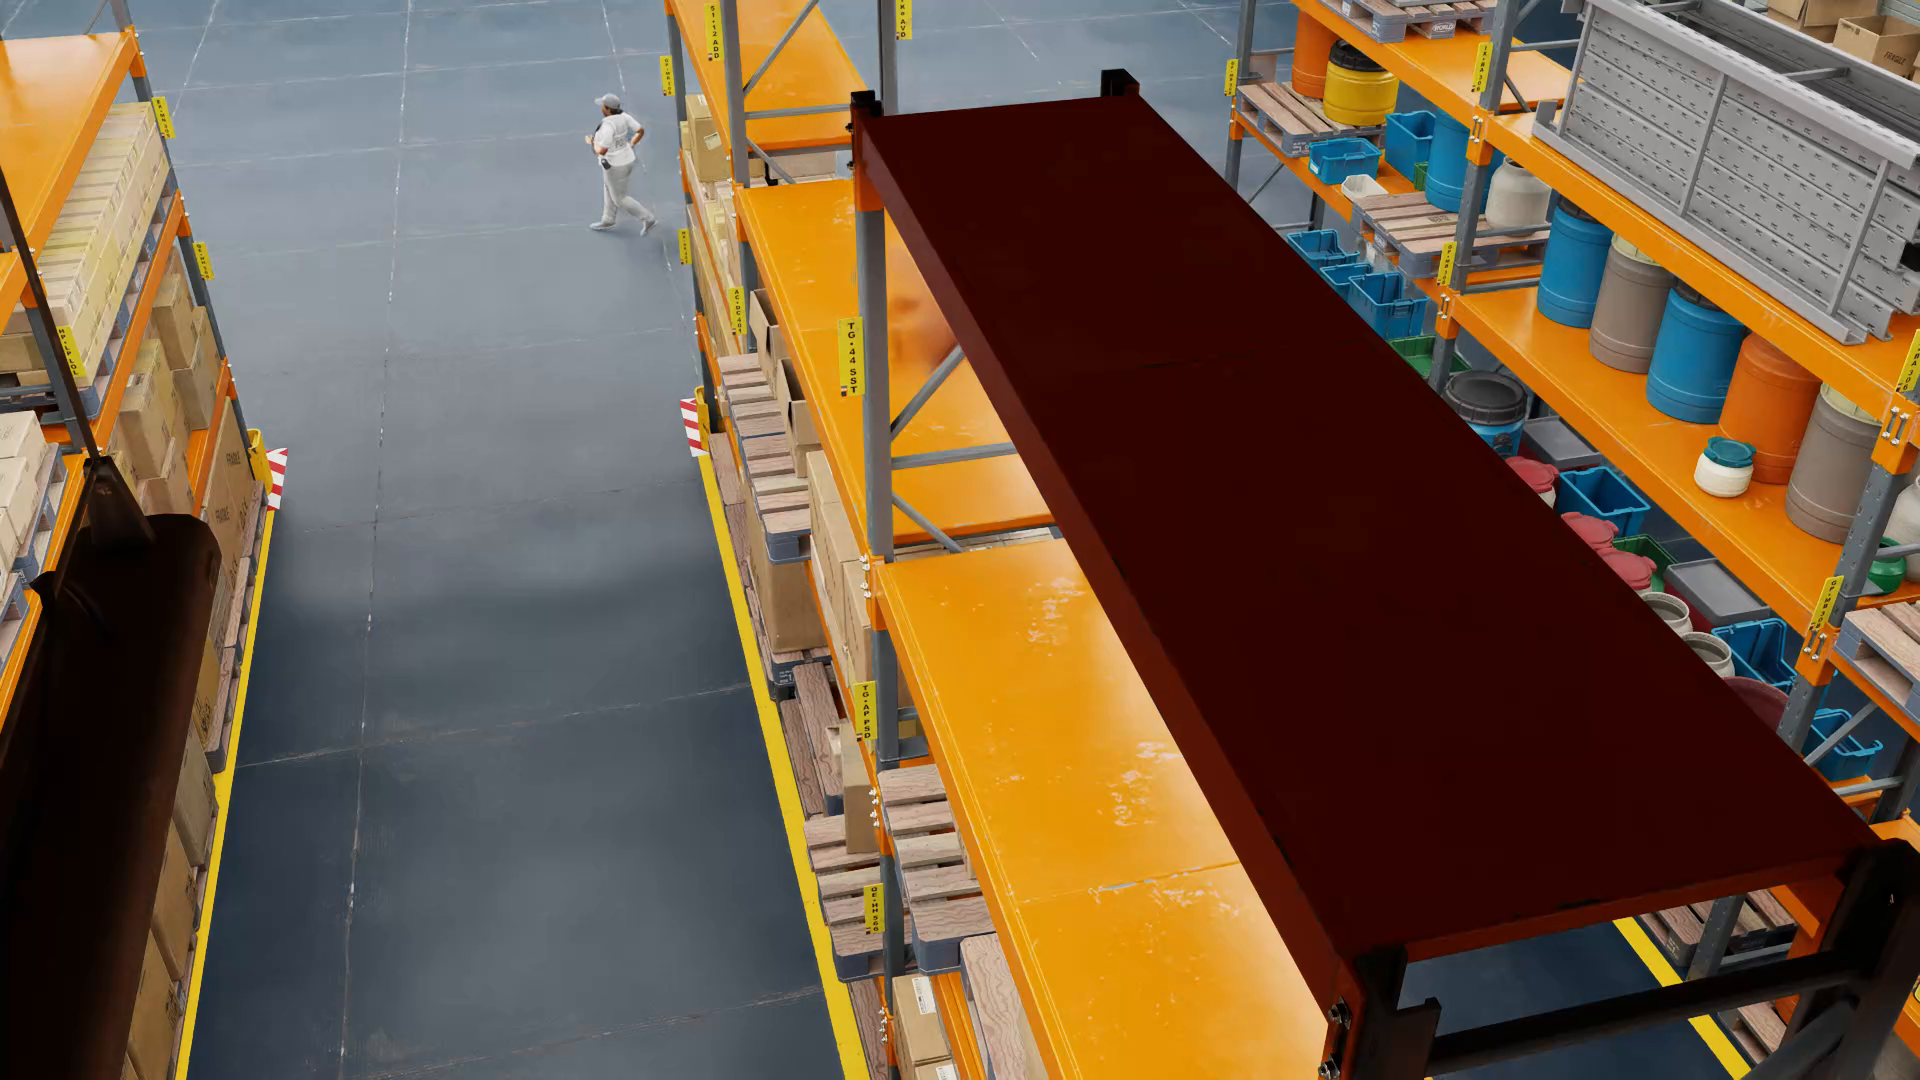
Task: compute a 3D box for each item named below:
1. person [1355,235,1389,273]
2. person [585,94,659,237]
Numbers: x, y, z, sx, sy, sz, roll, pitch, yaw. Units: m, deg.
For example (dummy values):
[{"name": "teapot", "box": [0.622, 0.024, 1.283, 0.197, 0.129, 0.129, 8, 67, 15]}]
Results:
[{"name": "person", "box": [4.078, -2.674, 16.611, 0.601, 1.545, 0.570, -26, 42, -32]}, {"name": "person", "box": [-3.866, -4.223, 18.762, 0.924, 1.648, 0.608, 9, 35, 13]}]
